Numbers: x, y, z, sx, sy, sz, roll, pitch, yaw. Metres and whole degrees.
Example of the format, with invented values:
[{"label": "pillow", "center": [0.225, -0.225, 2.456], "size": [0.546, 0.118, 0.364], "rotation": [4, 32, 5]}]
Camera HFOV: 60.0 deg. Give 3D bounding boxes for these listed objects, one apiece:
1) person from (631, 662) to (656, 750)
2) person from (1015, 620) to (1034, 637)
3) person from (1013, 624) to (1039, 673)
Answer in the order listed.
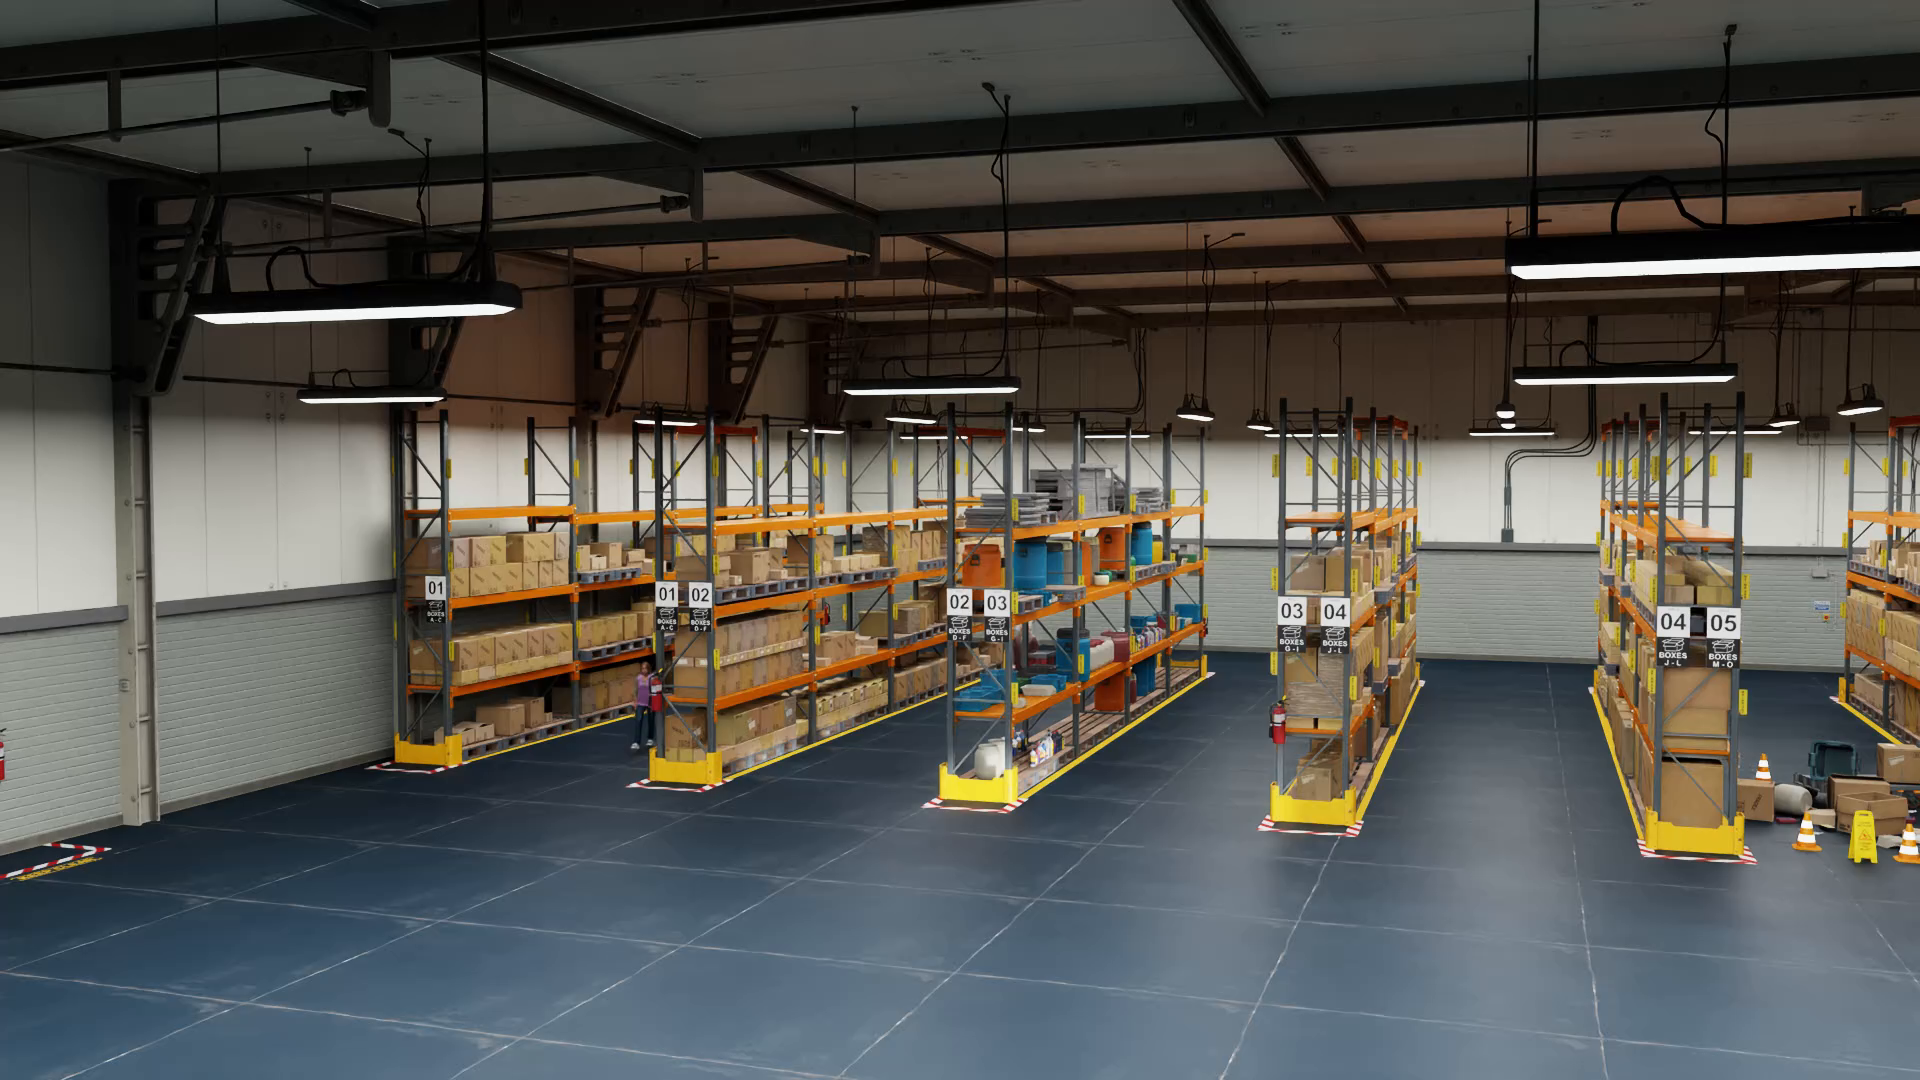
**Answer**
[{"label": "person", "center": [-5.613, 2.936, 29.584], "size": [0.456, 1.543, 0.967], "rotation": [0, 2, -8]}, {"label": "person", "center": [1.627, 2.307, 42.688], "size": [0.762, 1.729, 0.640], "rotation": [2, 3, 35]}, {"label": "person", "center": [1.317, 2.618, 34.694], "size": [0.594, 1.744, 0.969], "rotation": [2, 3, 32]}]
